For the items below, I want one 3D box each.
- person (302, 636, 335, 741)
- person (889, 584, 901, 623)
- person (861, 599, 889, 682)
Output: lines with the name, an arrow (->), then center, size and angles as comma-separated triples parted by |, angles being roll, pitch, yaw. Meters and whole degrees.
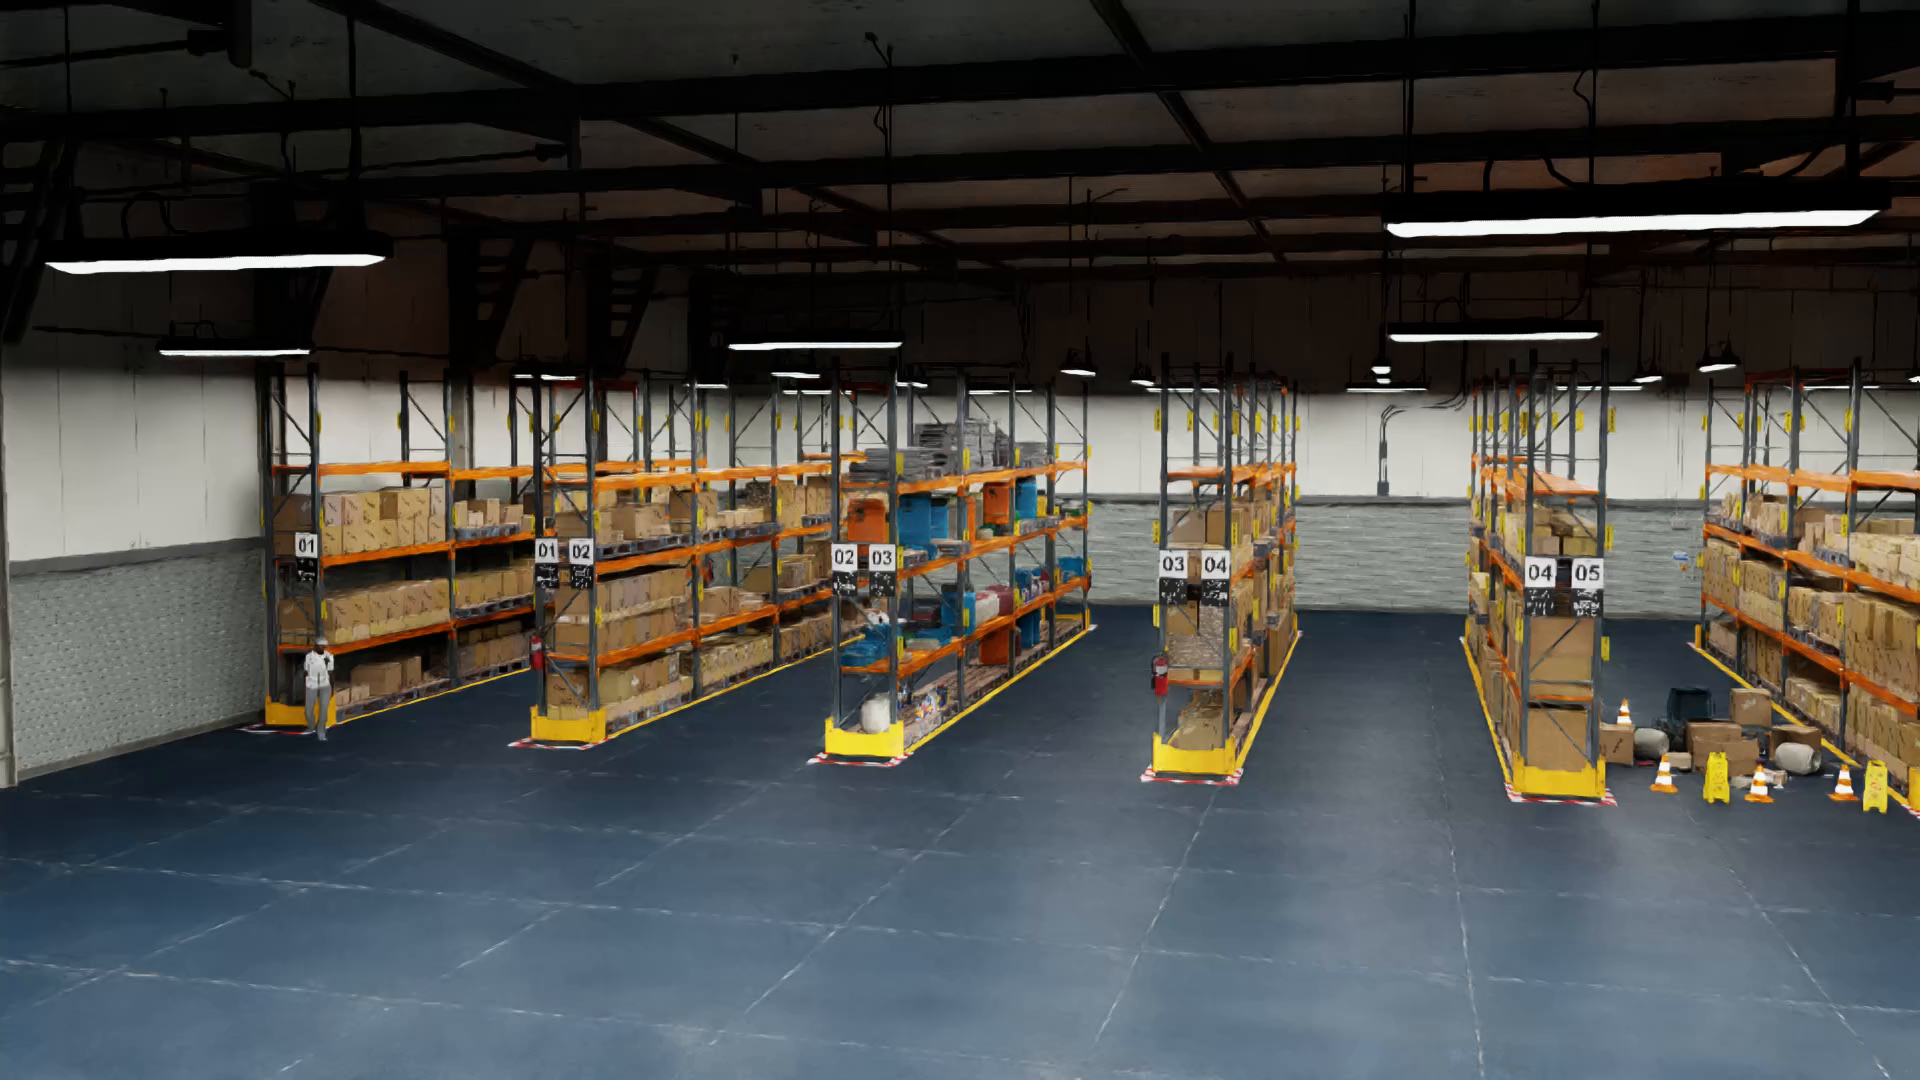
person -> -10.164, 2.326, 26.308 | 0.514, 1.663, 0.542 | -2, 4, -22
person -> -1.481, 1.482, 37.971 | 0.359, 1.679, 0.529 | 0, 4, 1
person -> -1.587, 1.926, 32.184 | 0.488, 1.587, 1.079 | 1, 4, 12
